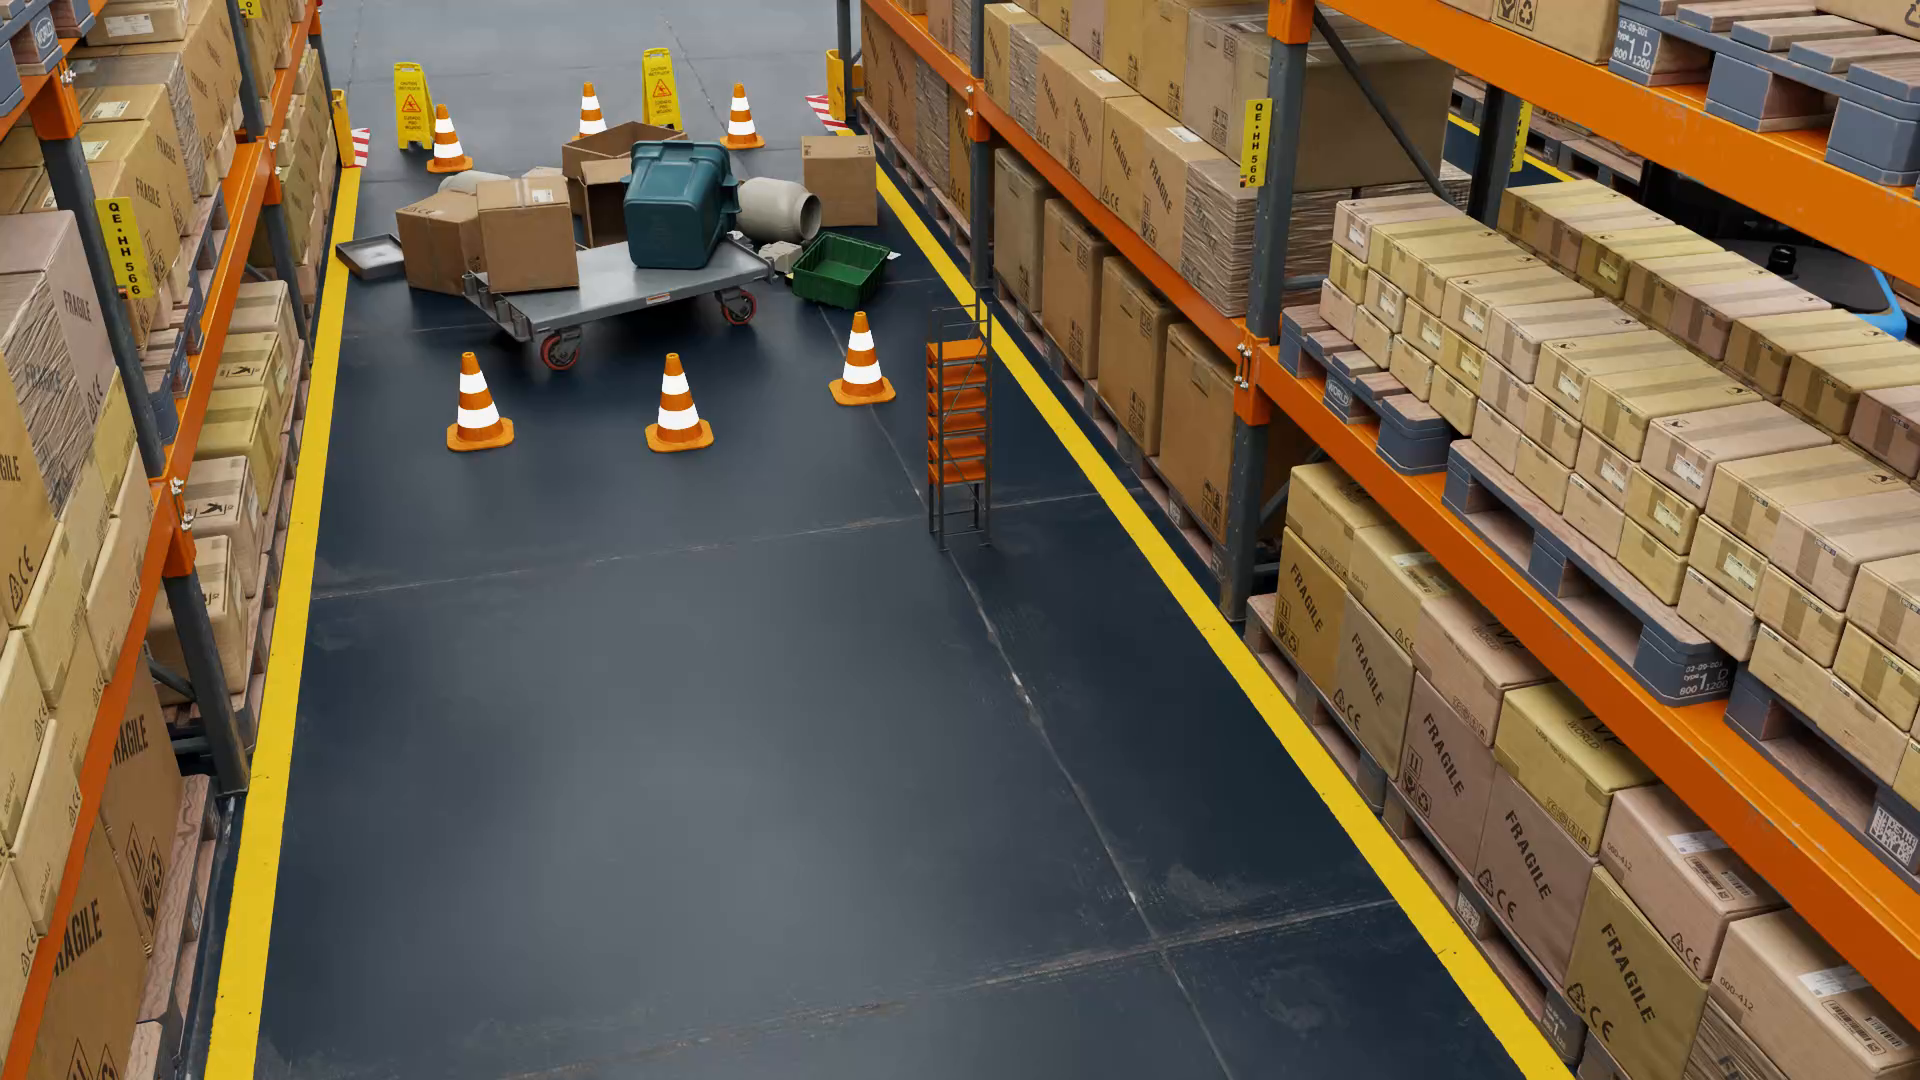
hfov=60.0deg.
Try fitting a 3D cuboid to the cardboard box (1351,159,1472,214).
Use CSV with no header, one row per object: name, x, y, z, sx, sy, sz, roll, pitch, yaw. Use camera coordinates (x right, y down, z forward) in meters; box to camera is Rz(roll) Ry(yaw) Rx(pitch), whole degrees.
cardboard box,1.763,-1.329,6.951,0.500,0.500,0.500,-8,31,-13

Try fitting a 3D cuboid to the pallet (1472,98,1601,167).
pallet,4.830,-3.278,13.203,1.003,0.211,1.213,-8,31,-13

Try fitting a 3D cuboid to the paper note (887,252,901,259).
paper note,-0.491,-1.884,10.974,0.142,0.020,0.147,19,35,29

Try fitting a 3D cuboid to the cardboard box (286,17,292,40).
cardboard box,-4.534,-3.320,10.742,0.380,0.149,0.250,-8,31,-14

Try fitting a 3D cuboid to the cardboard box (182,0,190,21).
cardboard box,-3.649,-2.368,7.383,0.380,0.149,0.250,-9,31,-15

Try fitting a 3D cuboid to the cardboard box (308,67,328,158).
cardboard box,-4.641,-2.902,11.346,0.500,0.500,0.500,-7,31,-11

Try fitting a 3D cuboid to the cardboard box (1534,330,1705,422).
cardboard box,1.908,-0.480,4.822,0.380,0.149,0.250,-7,31,-12

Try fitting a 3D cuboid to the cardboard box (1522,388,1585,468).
cardboard box,1.900,-0.352,4.899,0.380,0.149,0.250,-8,31,-14

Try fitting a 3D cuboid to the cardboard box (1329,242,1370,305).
cardboard box,1.557,-0.974,5.974,0.380,0.149,0.250,-6,31,-11

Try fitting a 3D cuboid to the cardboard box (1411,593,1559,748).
cardboard box,1.825,0.394,5.403,0.500,0.250,0.500,-8,31,-13

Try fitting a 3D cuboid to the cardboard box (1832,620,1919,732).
cardboard box,2.254,0.284,3.799,0.380,0.149,0.250,-7,31,-11

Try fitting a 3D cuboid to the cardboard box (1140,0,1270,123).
cardboard box,1.239,-2.218,7.490,0.700,0.500,0.500,-8,31,-14

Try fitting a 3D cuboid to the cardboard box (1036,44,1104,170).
cardboard box,0.706,-2.232,8.513,0.500,0.500,0.500,-8,31,-14

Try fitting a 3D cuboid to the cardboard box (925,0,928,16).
cardboard box,0.253,-3.745,11.076,0.875,0.550,0.550,-8,31,-13

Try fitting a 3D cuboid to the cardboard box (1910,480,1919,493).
cardboard box,2.740,-0.059,4.392,0.380,0.149,0.250,-7,31,-11

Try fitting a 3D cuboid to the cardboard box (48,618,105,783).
cardboard box,-2.470,0.439,4.147,0.500,0.250,0.500,-8,31,-14

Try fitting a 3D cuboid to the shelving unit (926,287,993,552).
shelving unit,-0.004,-0.526,7.462,0.258,1.200,0.189,-8,31,-13

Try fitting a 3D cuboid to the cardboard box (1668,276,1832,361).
cardboard box,2.461,-0.693,5.192,0.380,0.149,0.250,-8,31,-13

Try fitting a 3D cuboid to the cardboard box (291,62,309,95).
cardboard box,-4.489,-3.016,10.897,0.380,0.149,0.250,-7,31,-11

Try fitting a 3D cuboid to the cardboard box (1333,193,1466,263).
cardboard box,1.559,-1.112,5.915,0.380,0.149,0.250,-8,31,-13

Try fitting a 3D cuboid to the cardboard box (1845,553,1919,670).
cardboard box,2.250,0.146,3.741,0.380,0.149,0.250,-9,31,-15

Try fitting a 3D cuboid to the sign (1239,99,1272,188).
sign,1.088,-1.458,6.119,0.100,0.325,0.005,-8,31,-13

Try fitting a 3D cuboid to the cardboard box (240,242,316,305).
cardboard box,-4.081,-1.570,9.794,0.500,0.250,0.500,-9,31,-16

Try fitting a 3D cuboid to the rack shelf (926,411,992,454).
rack shelf,-0.004,-0.488,7.484,0.258,0.103,0.180,-8,31,-13

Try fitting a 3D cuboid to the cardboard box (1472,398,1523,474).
cardboard box,1.836,-0.344,5.182,0.380,0.149,0.250,-7,31,-12

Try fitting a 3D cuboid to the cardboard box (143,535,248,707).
cardboard box,-3.264,0.356,6.345,0.950,0.372,0.625,-10,32,-17

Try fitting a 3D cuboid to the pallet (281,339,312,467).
pallet,-3.977,-0.675,8.705,1.003,0.211,1.213,-8,31,-13

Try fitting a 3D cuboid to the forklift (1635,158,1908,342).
forklift,4.080,-2.074,8.407,1.130,2.935,3.031,8,31,14

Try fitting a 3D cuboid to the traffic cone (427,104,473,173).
traffic cone,-3.889,-3.055,12.567,0.336,0.463,0.334,-8,31,-13

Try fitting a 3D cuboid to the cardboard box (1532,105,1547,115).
cardboard box,4.797,-3.714,13.249,0.500,0.500,0.500,-5,30,-9

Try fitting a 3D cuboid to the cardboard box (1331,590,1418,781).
cardboard box,1.701,0.485,5.993,0.500,0.500,0.500,-7,31,-13

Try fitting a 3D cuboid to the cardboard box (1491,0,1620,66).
cardboard box,1.794,-1.582,4.394,0.500,0.500,0.500,-8,31,-13

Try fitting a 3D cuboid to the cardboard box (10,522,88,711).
cardboard box,-2.455,0.215,4.035,0.500,0.250,0.500,-9,31,-15

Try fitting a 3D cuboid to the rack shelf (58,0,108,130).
rack shelf,-3.654,-2.278,6.416,1.077,0.370,4.000,-8,31,-13

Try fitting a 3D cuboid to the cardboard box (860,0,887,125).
cardboard box,-0.258,-3.840,13.091,0.875,0.875,0.875,-8,31,-13

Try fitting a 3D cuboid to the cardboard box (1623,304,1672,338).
cardboard box,2.403,-0.680,5.465,0.380,0.149,0.250,-8,31,-13

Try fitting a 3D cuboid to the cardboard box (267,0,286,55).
cardboard box,-4.310,-3.163,9.823,0.500,0.500,0.500,-8,31,-14

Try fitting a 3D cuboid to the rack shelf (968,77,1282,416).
rack shelf,1.091,-1.687,8.389,1.077,0.370,4.000,-8,31,-13

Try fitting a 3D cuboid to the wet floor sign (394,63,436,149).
wet floor sign,-4.266,-3.404,12.988,0.267,0.644,0.232,2,30,4

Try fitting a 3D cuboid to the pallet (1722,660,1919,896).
pallet,2.621,0.594,3.921,1.003,0.211,1.213,-8,31,-13

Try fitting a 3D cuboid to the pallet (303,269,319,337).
pallet,-4.398,-1.370,9.907,1.003,0.211,1.213,-8,31,-13

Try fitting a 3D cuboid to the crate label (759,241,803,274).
crate label,-1.162,-1.835,10.784,0.250,0.136,0.298,19,35,29

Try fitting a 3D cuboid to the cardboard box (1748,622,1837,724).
cardboard box,2.188,0.294,4.080,0.380,0.149,0.250,-9,31,-16

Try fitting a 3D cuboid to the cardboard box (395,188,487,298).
cardboard box,-3.158,-1.875,10.488,0.500,0.500,0.500,13,32,21

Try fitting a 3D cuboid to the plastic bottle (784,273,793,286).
plastic bottle,-0.968,-1.625,10.497,0.283,0.061,0.133,26,39,37

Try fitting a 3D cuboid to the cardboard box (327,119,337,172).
cardboard box,-4.767,-2.815,11.945,0.500,0.250,0.500,-8,31,-14

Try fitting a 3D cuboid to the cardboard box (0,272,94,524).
cardboard box,-2.590,-0.340,4.245,0.500,0.500,0.500,-7,31,-12

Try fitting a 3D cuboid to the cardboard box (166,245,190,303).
cardboard box,-3.154,-0.995,6.307,0.380,0.149,0.250,-8,31,-13

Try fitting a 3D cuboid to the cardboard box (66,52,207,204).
cardboard box,-3.438,-1.676,6.836,0.500,0.500,0.500,-9,31,-15

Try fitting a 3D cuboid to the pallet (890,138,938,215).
pallet,0.107,-2.726,12.248,1.003,0.211,1.213,-8,31,-13

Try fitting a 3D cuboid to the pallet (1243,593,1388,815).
pallet,1.828,0.552,6.586,1.003,0.211,1.213,-8,31,-13

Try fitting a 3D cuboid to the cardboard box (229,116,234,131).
cardboard box,-3.729,-1.989,8.024,0.380,0.149,0.250,-9,31,-15

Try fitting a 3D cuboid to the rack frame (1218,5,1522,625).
rack frame,1.622,-1.033,6.540,1.000,3.000,0.127,-8,31,-13
